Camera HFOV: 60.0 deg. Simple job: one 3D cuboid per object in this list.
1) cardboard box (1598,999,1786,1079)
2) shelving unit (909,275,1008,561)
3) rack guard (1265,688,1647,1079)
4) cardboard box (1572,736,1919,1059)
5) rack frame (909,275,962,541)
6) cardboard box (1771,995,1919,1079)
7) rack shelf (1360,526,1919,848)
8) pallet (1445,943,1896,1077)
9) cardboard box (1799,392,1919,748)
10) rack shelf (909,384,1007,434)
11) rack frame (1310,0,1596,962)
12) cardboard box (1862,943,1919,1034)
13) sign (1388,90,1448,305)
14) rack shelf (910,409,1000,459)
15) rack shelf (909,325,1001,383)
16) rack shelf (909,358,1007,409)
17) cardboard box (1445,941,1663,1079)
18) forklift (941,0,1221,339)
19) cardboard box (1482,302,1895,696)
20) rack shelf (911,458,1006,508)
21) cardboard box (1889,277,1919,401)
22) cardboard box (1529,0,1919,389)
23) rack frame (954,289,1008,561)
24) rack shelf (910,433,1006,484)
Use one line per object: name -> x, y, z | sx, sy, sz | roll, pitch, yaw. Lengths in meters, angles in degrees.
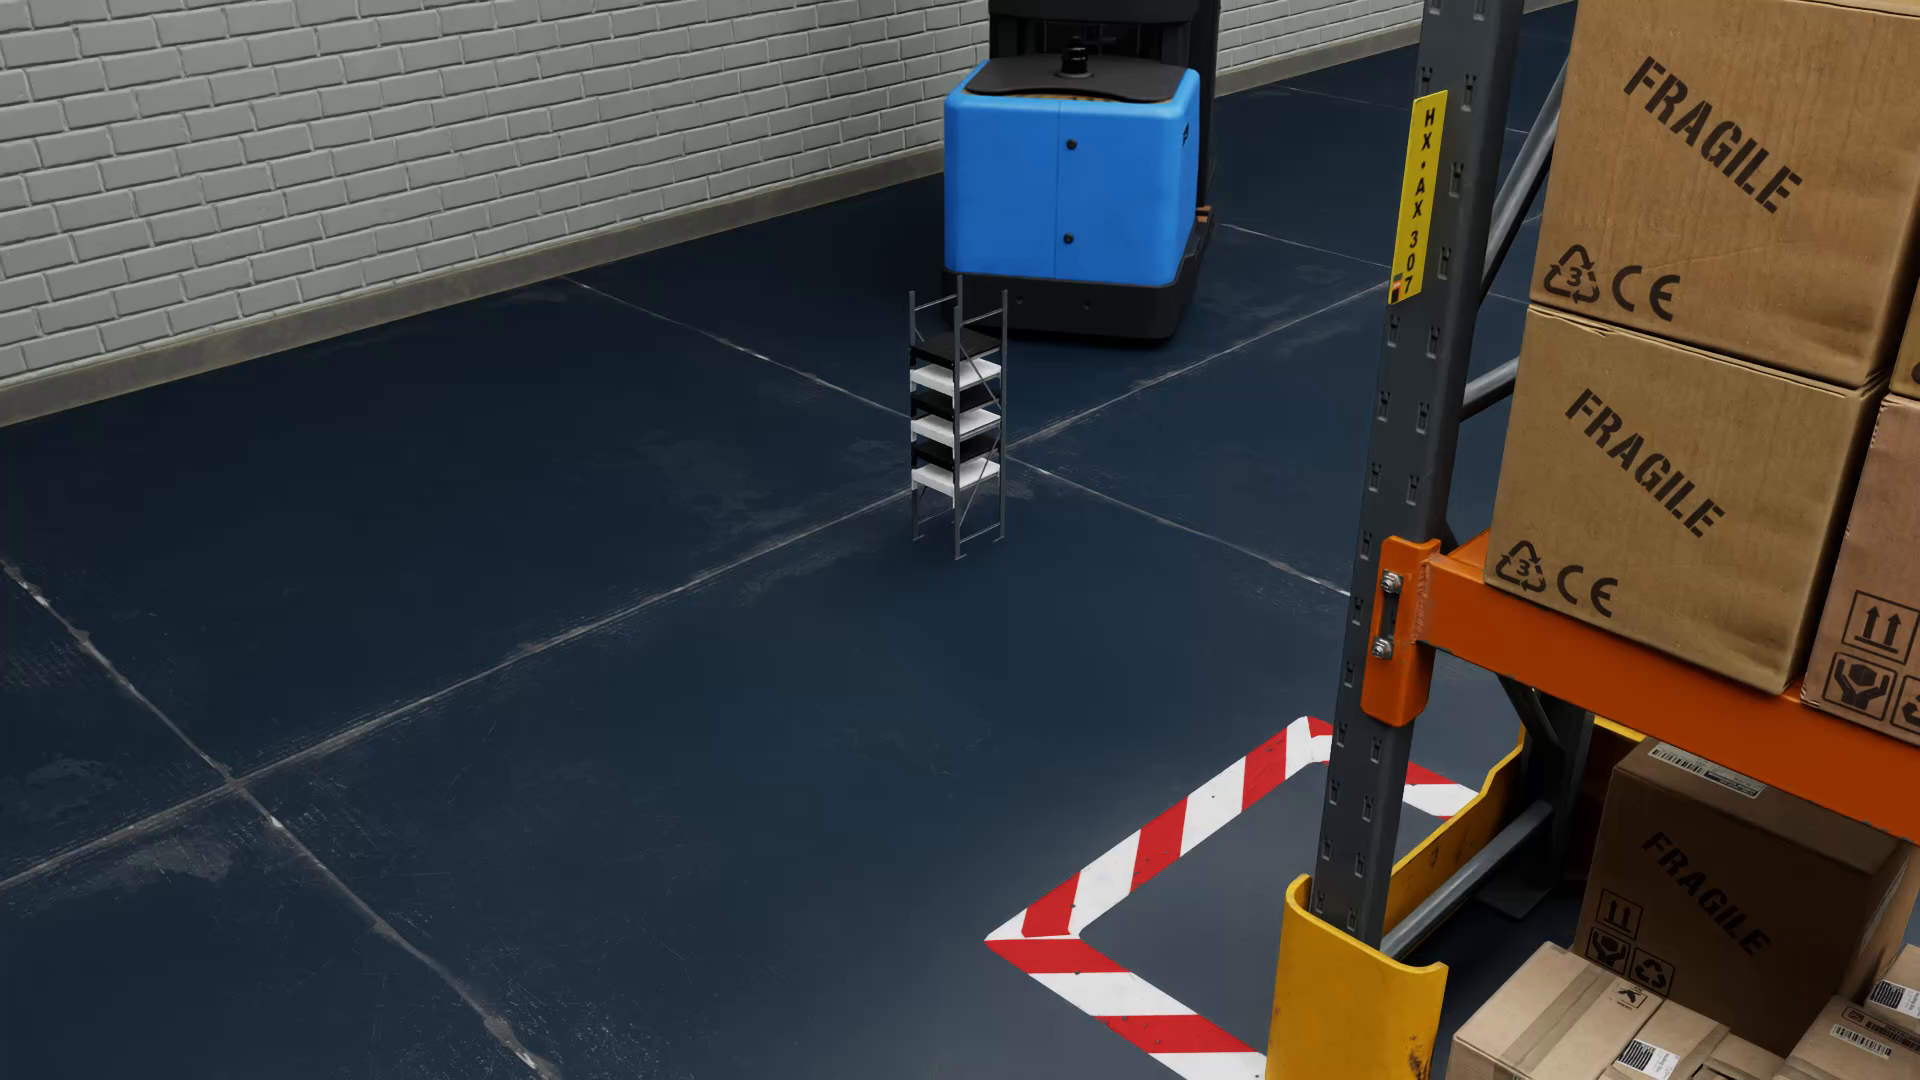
cardboard box -> 1.338, 1.058, 3.086 | 0.250, 0.166, 0.380 | 25, 36, 38
shelving unit -> -0.006, -0.401, 5.546 | 0.210, 0.900, 0.258 | 25, 36, 38
rack guard -> 1.156, 0.798, 3.695 | 0.348, 0.500, 1.175 | 25, 36, 38
cardboard box -> 1.662, 0.674, 3.458 | 0.500, 0.500, 0.500 | 25, 36, 38
rack frame -> -0.078, -0.434, 5.609 | 0.006, 0.900, 0.240 | 25, 36, 38
cardboard box -> 1.647, 1.124, 2.872 | 0.500, 0.250, 0.500 | 25, 36, 38
rack shelf -> 2.528, 0.638, 2.087 | 4.000, 0.370, 1.077 | 25, 36, 38
pallet -> 1.725, 1.186, 3.269 | 1.213, 0.211, 1.003 | 25, 36, 38
cardboard box -> 1.605, 0.021, 2.379 | 0.500, 0.500, 0.500 | 24, 36, 38
rack shelf -> -0.006, -0.451, 5.519 | 0.200, 0.077, 0.258 | 25, 36, 38
rack frame -> 1.102, -0.333, 3.161 | 0.127, 3.000, 1.000 | 25, 36, 38
cardboard box -> 1.888, 0.984, 3.228 | 0.250, 0.166, 0.380 | 25, 36, 38
sign -> 0.722, -0.536, 2.617 | 0.005, 0.325, 0.100 | 25, 36, 38
rack shelf -> -0.006, -0.371, 5.561 | 0.200, 0.077, 0.258 | 25, 36, 38
rack shelf -> -0.006, -0.610, 5.435 | 0.200, 0.077, 0.258 | 25, 36, 38
rack shelf -> -0.006, -0.531, 5.477 | 0.200, 0.077, 0.258 | 25, 36, 38
cardboard box -> 1.159, 0.985, 3.245 | 0.250, 0.149, 0.380 | 25, 36, 38
forklift -> 0.736, -2.841, 8.003 | 1.130, 2.935, 3.031 | 6, 28, 11
cardboard box -> 1.233, -0.145, 2.696 | 0.500, 0.500, 0.500 | -24, 36, -38
rack shelf -> -0.006, -0.212, 5.645 | 0.200, 0.077, 0.258 | 25, 36, 38
cardboard box -> 1.611, -0.420, 2.143 | 0.500, 0.500, 0.500 | -25, 37, -39
cardboard box -> 1.233, -0.588, 2.463 | 0.500, 0.500, 0.500 | -24, 36, -38
rack frame -> 0.067, -0.368, 5.483 | 0.006, 0.900, 0.240 | 25, 36, 38
rack shelf -> -0.006, -0.292, 5.603 | 0.200, 0.077, 0.258 | 25, 36, 38
